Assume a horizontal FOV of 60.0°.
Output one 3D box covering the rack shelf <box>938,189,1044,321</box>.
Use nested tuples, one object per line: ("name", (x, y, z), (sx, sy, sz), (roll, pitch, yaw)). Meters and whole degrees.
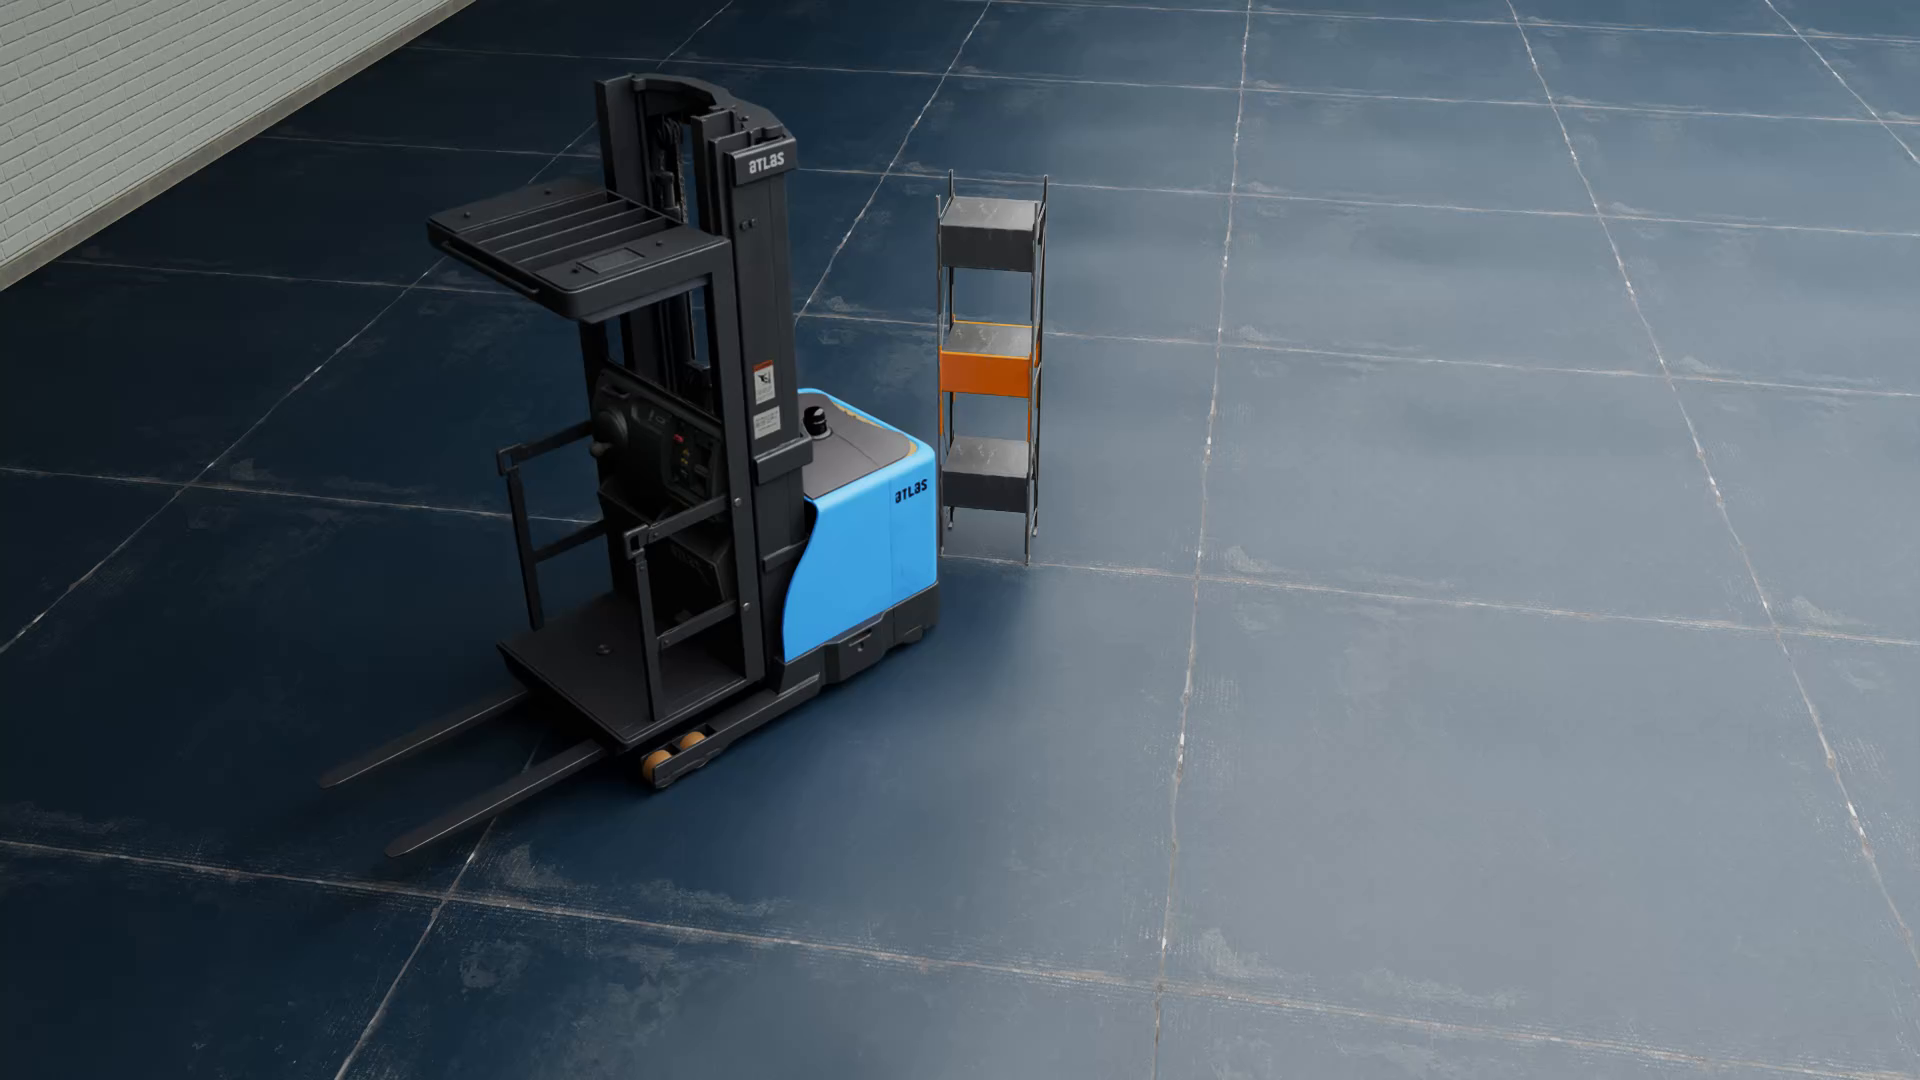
("rack shelf", (0.163, -1.457, 8.479), (0.480, 0.518, 0.431), (5, 32, 8))

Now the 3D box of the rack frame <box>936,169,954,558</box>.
("rack frame", (-0.077, -0.897, 8.878), (0.015, 2.100, 0.400), (5, 32, 8))

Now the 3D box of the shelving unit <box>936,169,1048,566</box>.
("shelving unit", (0.163, -0.875, 8.843), (0.503, 2.100, 0.431), (5, 32, 8))

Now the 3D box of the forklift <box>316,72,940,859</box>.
("forklift", (-1.512, -0.421, 7.334), (3.031, 2.935, 1.130), (-27, 41, -36))

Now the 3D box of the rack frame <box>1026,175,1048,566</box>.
("rack frame", (0.404, -0.853, 8.808), (0.015, 2.100, 0.400), (5, 32, 8))

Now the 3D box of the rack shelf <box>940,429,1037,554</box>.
("rack shelf", (0.163, -0.270, 9.222), (0.480, 0.518, 0.431), (5, 32, 8))

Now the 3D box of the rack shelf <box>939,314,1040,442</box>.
("rack shelf", (0.163, -0.864, 8.850), (0.480, 0.518, 0.431), (5, 32, 8))
